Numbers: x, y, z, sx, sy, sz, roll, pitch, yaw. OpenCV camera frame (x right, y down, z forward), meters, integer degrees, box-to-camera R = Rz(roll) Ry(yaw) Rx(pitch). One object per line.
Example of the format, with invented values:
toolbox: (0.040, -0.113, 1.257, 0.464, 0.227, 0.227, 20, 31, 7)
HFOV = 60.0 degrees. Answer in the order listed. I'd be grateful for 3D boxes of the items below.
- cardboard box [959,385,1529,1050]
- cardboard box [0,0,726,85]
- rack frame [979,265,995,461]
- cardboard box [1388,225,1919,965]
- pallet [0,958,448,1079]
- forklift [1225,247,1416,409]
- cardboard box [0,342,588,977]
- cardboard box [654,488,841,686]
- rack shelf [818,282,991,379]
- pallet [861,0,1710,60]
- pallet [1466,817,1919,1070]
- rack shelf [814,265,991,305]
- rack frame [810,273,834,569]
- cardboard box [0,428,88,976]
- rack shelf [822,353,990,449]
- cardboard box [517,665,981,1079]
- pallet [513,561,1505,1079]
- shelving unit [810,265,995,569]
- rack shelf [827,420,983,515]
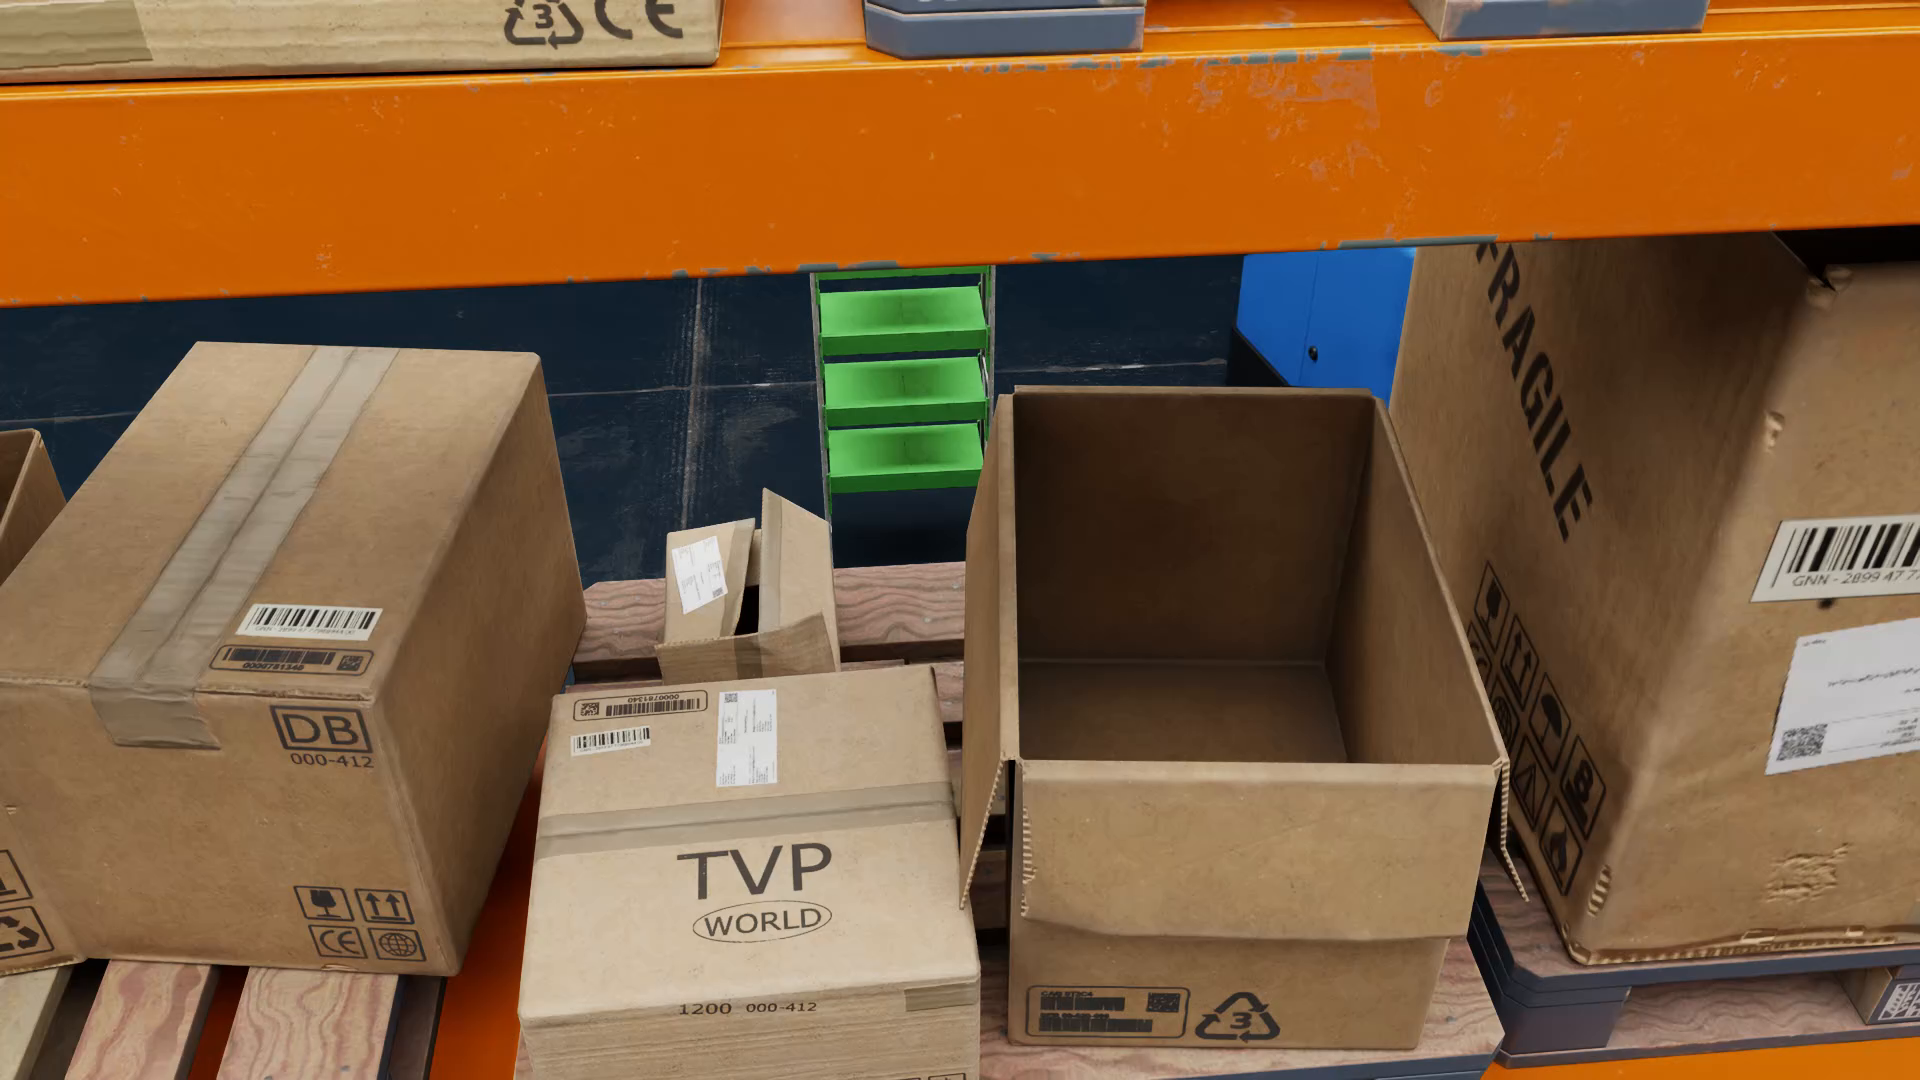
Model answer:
cardboard box: (0.322, 0.214, 2.135, 0.637, 0.503, 0.797, 1, 38, 1)
cardboard box: (-0.431, -0.563, 1.242, 0.500, 0.250, 0.500, -2, 38, -3)
rack frame: (0.078, -0.475, 4.884, 0.015, 1.200, 0.240, -3, 38, -4)
cardboard box: (1.237, -0.176, 2.229, 1.000, 1.000, 1.000, -3, 38, -4)
pallet: (-1.243, 0.457, 2.404, 1.003, 0.211, 1.213, -3, 38, -4)
forklift: (2.502, -1.687, 5.022, 3.031, 2.935, 1.130, -12, 40, -15)
cardboard box: (-0.862, 0.136, 2.237, 0.500, 0.500, 0.700, 2, 38, 3)
cardboard box: (-0.307, 0.116, 2.451, 0.258, 0.266, 0.396, -4, 38, -5)
rack shelf: (-0.165, -0.600, 4.758, 0.480, 0.148, 0.258, -3, 38, -4)
pallet: (0.383, -0.810, 1.585, 1.003, 0.211, 1.213, -3, 38, -4)
pallet: (1.266, 0.294, 2.610, 1.213, 0.211, 1.003, -3, 38, -4)
rack shelf: (-0.165, -0.789, 4.609, 0.480, 0.148, 0.258, -3, 38, -4)
rack frame: (-0.408, -0.449, 4.850, 0.015, 1.200, 0.240, -3, 38, -4)
cardboard box: (-1.410, 0.228, 2.120, 0.500, 0.500, 0.500, -8, 39, -10)
rack shelf: (-0.165, -0.412, 4.906, 0.480, 0.148, 0.258, -3, 38, -4)
cardboard box: (-0.254, 0.430, 2.065, 0.500, 0.250, 0.500, -4, 38, -5)
pallet: (0.024, 0.428, 2.441, 1.213, 0.211, 1.003, -3, 38, -4)
shelving unit: (-0.165, -0.462, 4.867, 0.503, 1.200, 0.258, -3, 38, -4)
rack shelf: (-0.165, -0.223, 5.055, 0.480, 0.148, 0.258, -3, 38, -4)
